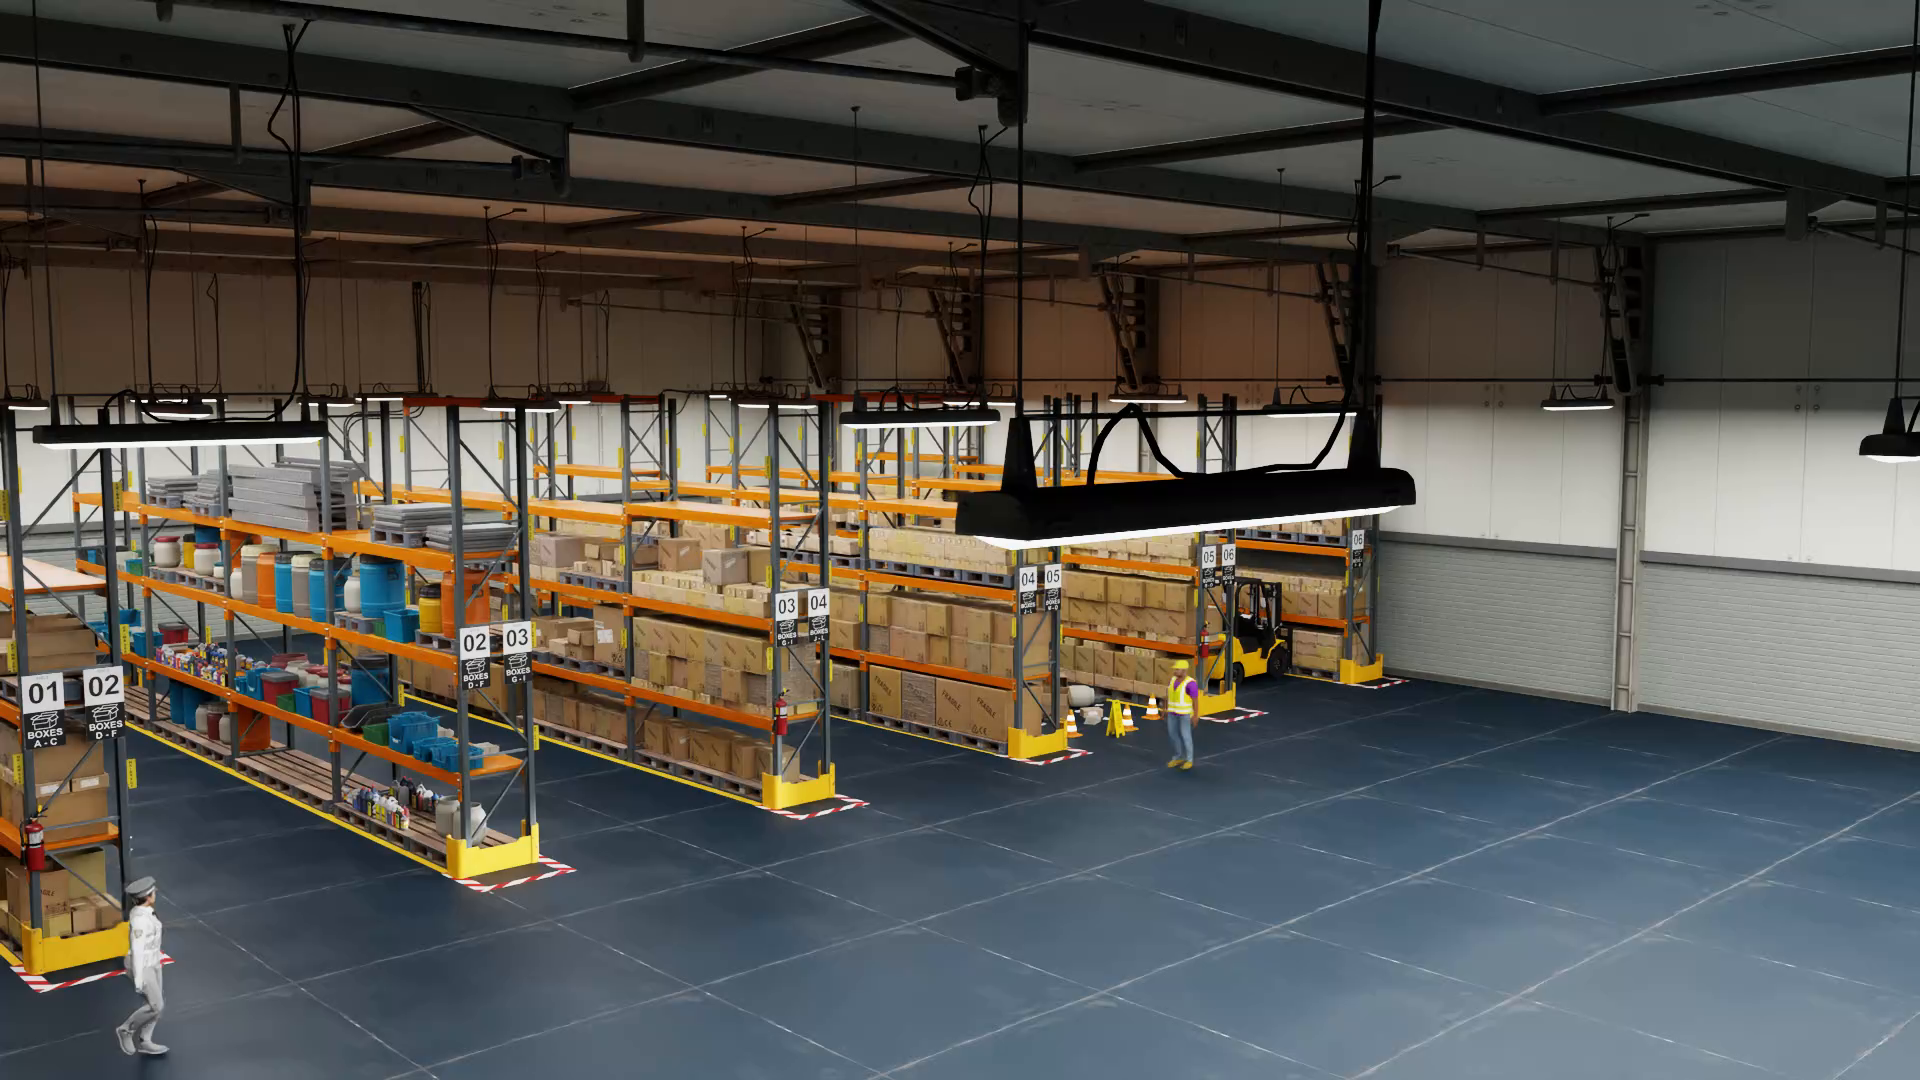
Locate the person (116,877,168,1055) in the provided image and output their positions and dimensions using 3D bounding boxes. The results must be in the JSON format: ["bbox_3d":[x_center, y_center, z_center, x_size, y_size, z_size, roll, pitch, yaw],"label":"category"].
[{"bbox_3d":[-7.624,3.986,15.519,0.464,1.676,0.522,0,6,-1],"label":"person"}]

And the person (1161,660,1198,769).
[{"bbox_3d":[3.583,2.840,27.088,0.684,1.804,0.359,5,7,41],"label":"person"}]
